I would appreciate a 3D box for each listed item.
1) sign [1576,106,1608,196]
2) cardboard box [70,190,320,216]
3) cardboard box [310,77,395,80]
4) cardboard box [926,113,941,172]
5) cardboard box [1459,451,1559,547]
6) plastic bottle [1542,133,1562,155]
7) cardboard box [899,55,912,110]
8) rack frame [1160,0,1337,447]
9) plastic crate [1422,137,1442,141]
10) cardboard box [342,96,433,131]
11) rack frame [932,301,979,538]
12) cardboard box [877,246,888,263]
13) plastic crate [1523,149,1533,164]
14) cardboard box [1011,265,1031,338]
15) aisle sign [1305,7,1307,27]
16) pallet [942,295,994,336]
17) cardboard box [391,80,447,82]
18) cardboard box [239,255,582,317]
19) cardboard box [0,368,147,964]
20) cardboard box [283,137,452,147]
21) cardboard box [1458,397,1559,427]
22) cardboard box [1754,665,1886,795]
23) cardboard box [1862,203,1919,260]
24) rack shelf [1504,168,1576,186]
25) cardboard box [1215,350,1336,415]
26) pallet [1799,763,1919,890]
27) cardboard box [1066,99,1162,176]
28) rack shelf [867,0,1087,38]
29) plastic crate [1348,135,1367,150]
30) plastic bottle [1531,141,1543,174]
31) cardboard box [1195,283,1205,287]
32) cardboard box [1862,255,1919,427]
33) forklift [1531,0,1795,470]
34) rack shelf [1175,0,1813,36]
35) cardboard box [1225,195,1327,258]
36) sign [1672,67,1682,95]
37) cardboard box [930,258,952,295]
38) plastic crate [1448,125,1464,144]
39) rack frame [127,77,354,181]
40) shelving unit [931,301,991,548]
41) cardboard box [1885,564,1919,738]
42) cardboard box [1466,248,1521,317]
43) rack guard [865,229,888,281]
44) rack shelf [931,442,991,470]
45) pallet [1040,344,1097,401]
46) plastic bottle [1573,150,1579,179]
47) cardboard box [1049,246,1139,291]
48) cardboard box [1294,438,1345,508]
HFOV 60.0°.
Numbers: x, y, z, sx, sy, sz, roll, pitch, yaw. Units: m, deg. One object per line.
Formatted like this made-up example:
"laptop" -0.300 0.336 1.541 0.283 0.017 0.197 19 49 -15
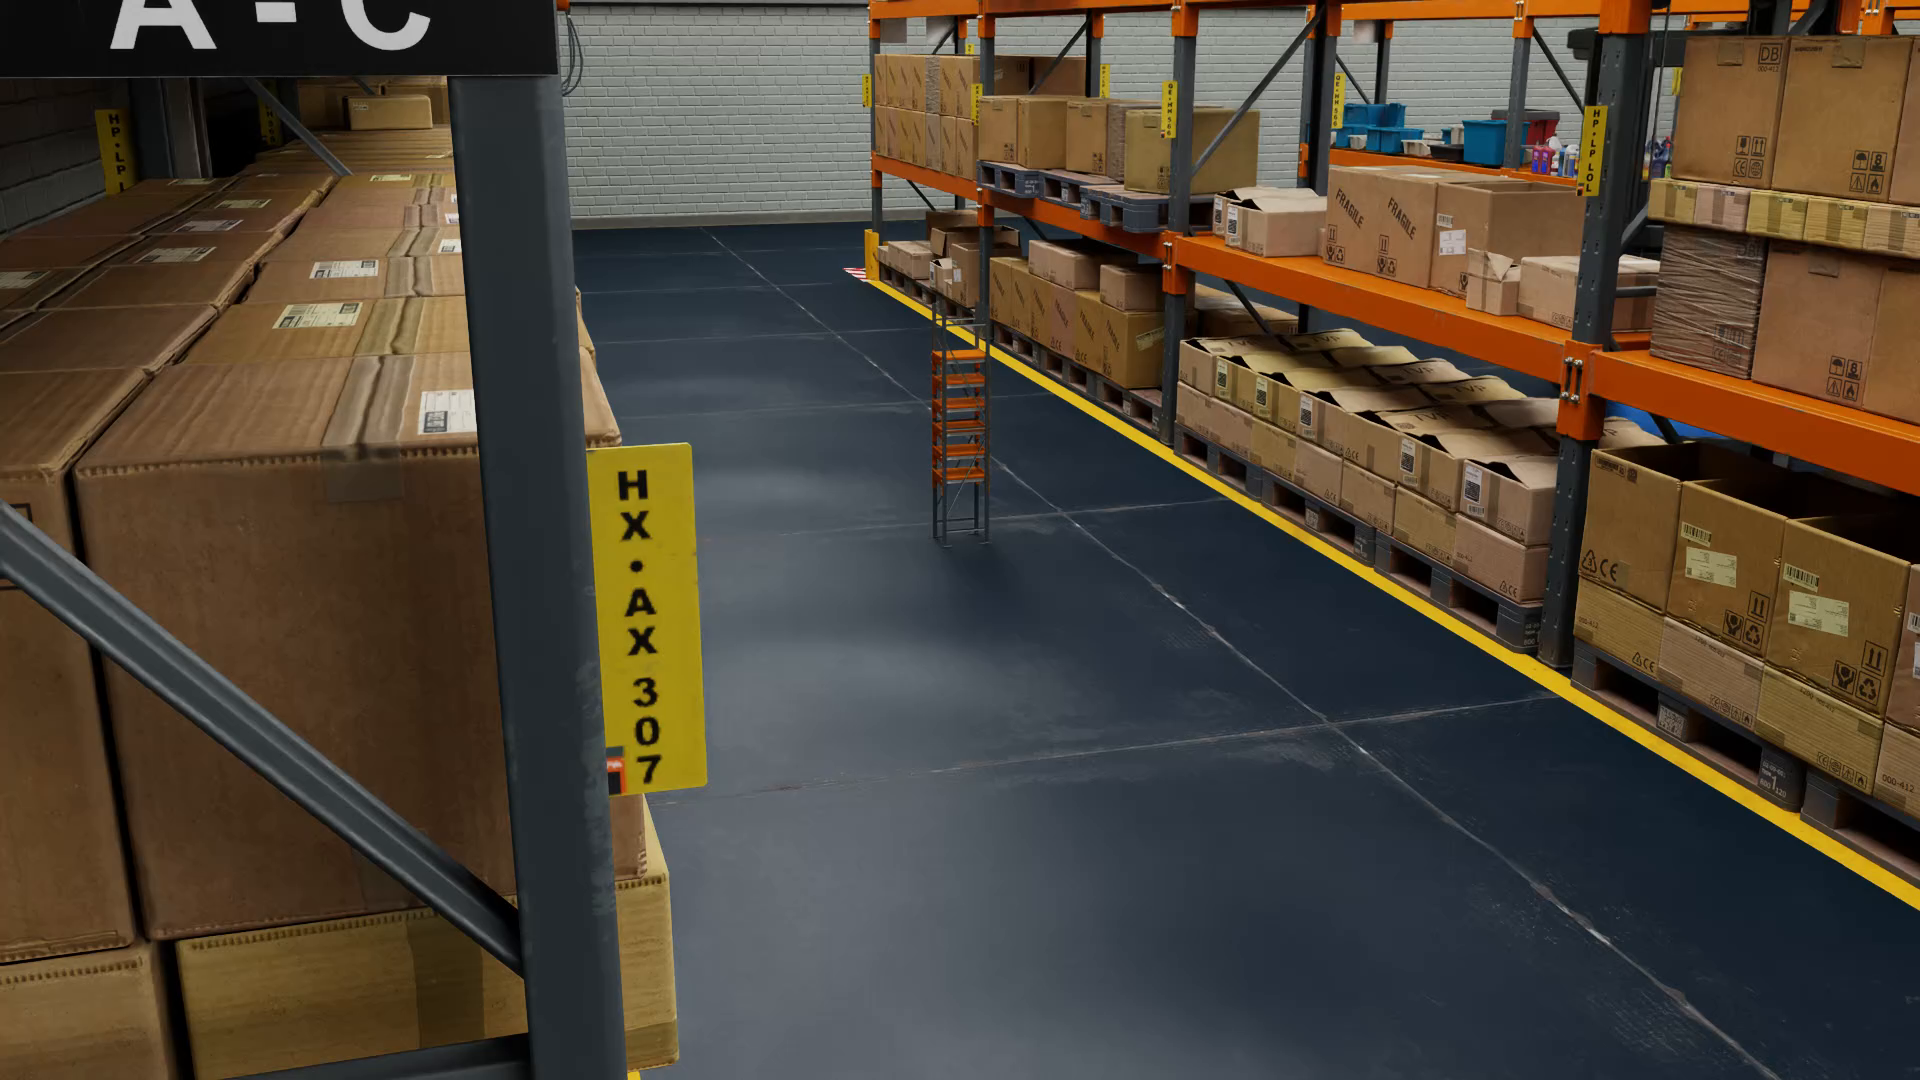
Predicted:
"sign" 2.339 -1.437 6.148 0.100 0.325 0.005 -5 17 -15
"cardboard box" -1.837 -0.581 4.094 0.500 0.500 0.500 -5 17 -16
"cardboard box" -3.794 -2.771 10.433 0.500 0.250 0.500 -5 17 -17
"cardboard box" -0.011 -3.630 15.147 0.500 0.500 0.500 -4 17 -14
"cardboard box" 2.472 -0.209 7.007 0.500 0.311 0.500 -5 17 -15
"plastic bottle" 5.220 -3.412 14.683 0.144 0.351 0.185 -5 17 -15
"cardboard box" -0.287 -4.386 15.928 0.500 0.500 0.500 -4 17 -14
"rack frame" 1.759 -2.073 10.139 1.000 3.000 0.127 -5 17 -15
"plastic crate" 4.988 -4.131 17.343 0.298 0.136 0.250 -5 17 -15
"cardboard box" -2.776 -2.069 8.058 0.380 0.149 0.250 -8 18 -24
"rack frame" -0.021 -0.596 8.350 0.240 1.200 0.006 -5 17 -15
"cardboard box" -0.655 -2.988 17.376 0.380 0.149 0.250 -5 17 -15
"plastic crate" 5.433 -3.612 15.618 0.396 0.136 0.243 -5 17 -15
"cardboard box" 0.716 -1.893 13.121 0.500 0.500 0.500 -4 17 -14
"aisle sign" 4.019 -5.918 18.420 0.394 0.787 0.004 -5 17 -15
"pallet" 0.472 -2.034 14.856 1.003 0.211 1.213 -5 17 -15
"cardboard box" -3.028 -2.534 9.644 0.500 0.250 0.500 -5 17 -16
"cardboard box" -0.909 -0.201 2.829 0.500 0.500 0.500 -5 18 -17
"cardboard box" -1.138 0.122 1.754 0.500 0.500 0.500 -5 17 -16
"cardboard box" -2.500 -1.467 7.182 0.700 0.500 0.500 -5 17 -15
"cardboard box" 2.709 -0.535 8.095 0.500 0.311 0.500 -5 18 -17
"cardboard box" 2.959 0.579 5.360 0.500 0.250 0.500 -5 17 -15
"cardboard box" 3.028 -0.953 5.109 0.380 0.149 0.250 -5 18 -17
"rack shelf" 5.973 -2.672 13.384 1.077 0.370 4.000 -5 17 -15
"cardboard box" 1.773 -0.913 9.352 0.500 0.311 0.500 -5 17 -17
"pallet" 3.376 0.930 4.988 1.003 0.211 1.213 -5 17 -15
"cardboard box" 1.205 -2.944 12.137 0.700 0.500 0.500 -10 19 -29
"rack shelf" 0.110 -4.825 15.336 1.077 0.370 4.000 -5 17 -15
"plastic crate" 4.271 -4.202 17.579 0.250 0.136 0.298 -5 17 -15
"plastic bottle" 5.114 -3.379 14.689 0.061 0.283 0.133 -5 17 -15
"cardboard box" 1.478 -1.662 12.352 0.500 0.500 0.500 -5 18 -17
"cardboard box" 3.272 -0.608 5.087 0.700 0.500 0.500 -4 17 -14
"forklift" 4.340 -2.107 10.370 1.130 2.935 3.031 2 17 7
"rack shelf" 2.309 -2.612 7.969 1.077 0.370 4.000 -5 17 -15
"cardboard box" 1.819 -1.767 9.277 0.500 0.311 0.500 -5 17 -16
"sign" 8.551 -5.478 19.833 0.100 0.325 0.005 -5 17 -15
"cardboard box" 0.025 -2.445 15.286 0.500 0.311 0.500 -5 17 -15
"plastic crate" 5.181 -3.979 16.585 0.437 0.282 0.530 -5 17 -15
"rack frame" -1.903 -0.574 5.148 1.000 3.000 0.127 -5 17 -15
"shelving unit" 0.004 -0.571 8.266 0.258 1.200 0.189 -5 17 -15
"cardboard box" 3.099 0.358 4.792 0.500 0.500 0.500 -5 17 -15
"cardboard box" 2.440 -1.131 7.236 0.396 0.266 0.258 -5 17 -17
"rack guard" -0.418 -3.068 17.795 1.175 0.500 0.348 -5 17 -15
"rack shelf" 0.004 -0.413 8.313 0.258 0.103 0.180 -5 17 -15
"pallet" 1.259 -1.284 12.359 1.003 0.211 1.213 -5 17 -15
"plastic bottle" 5.291 -3.215 14.163 0.097 0.271 0.097 0 17 0
"cardboard box" 0.972 -1.984 12.118 0.500 0.250 0.500 -5 17 -16
"cardboard box" 2.049 -0.365 8.502 0.500 0.250 0.500 -4 17 -14
